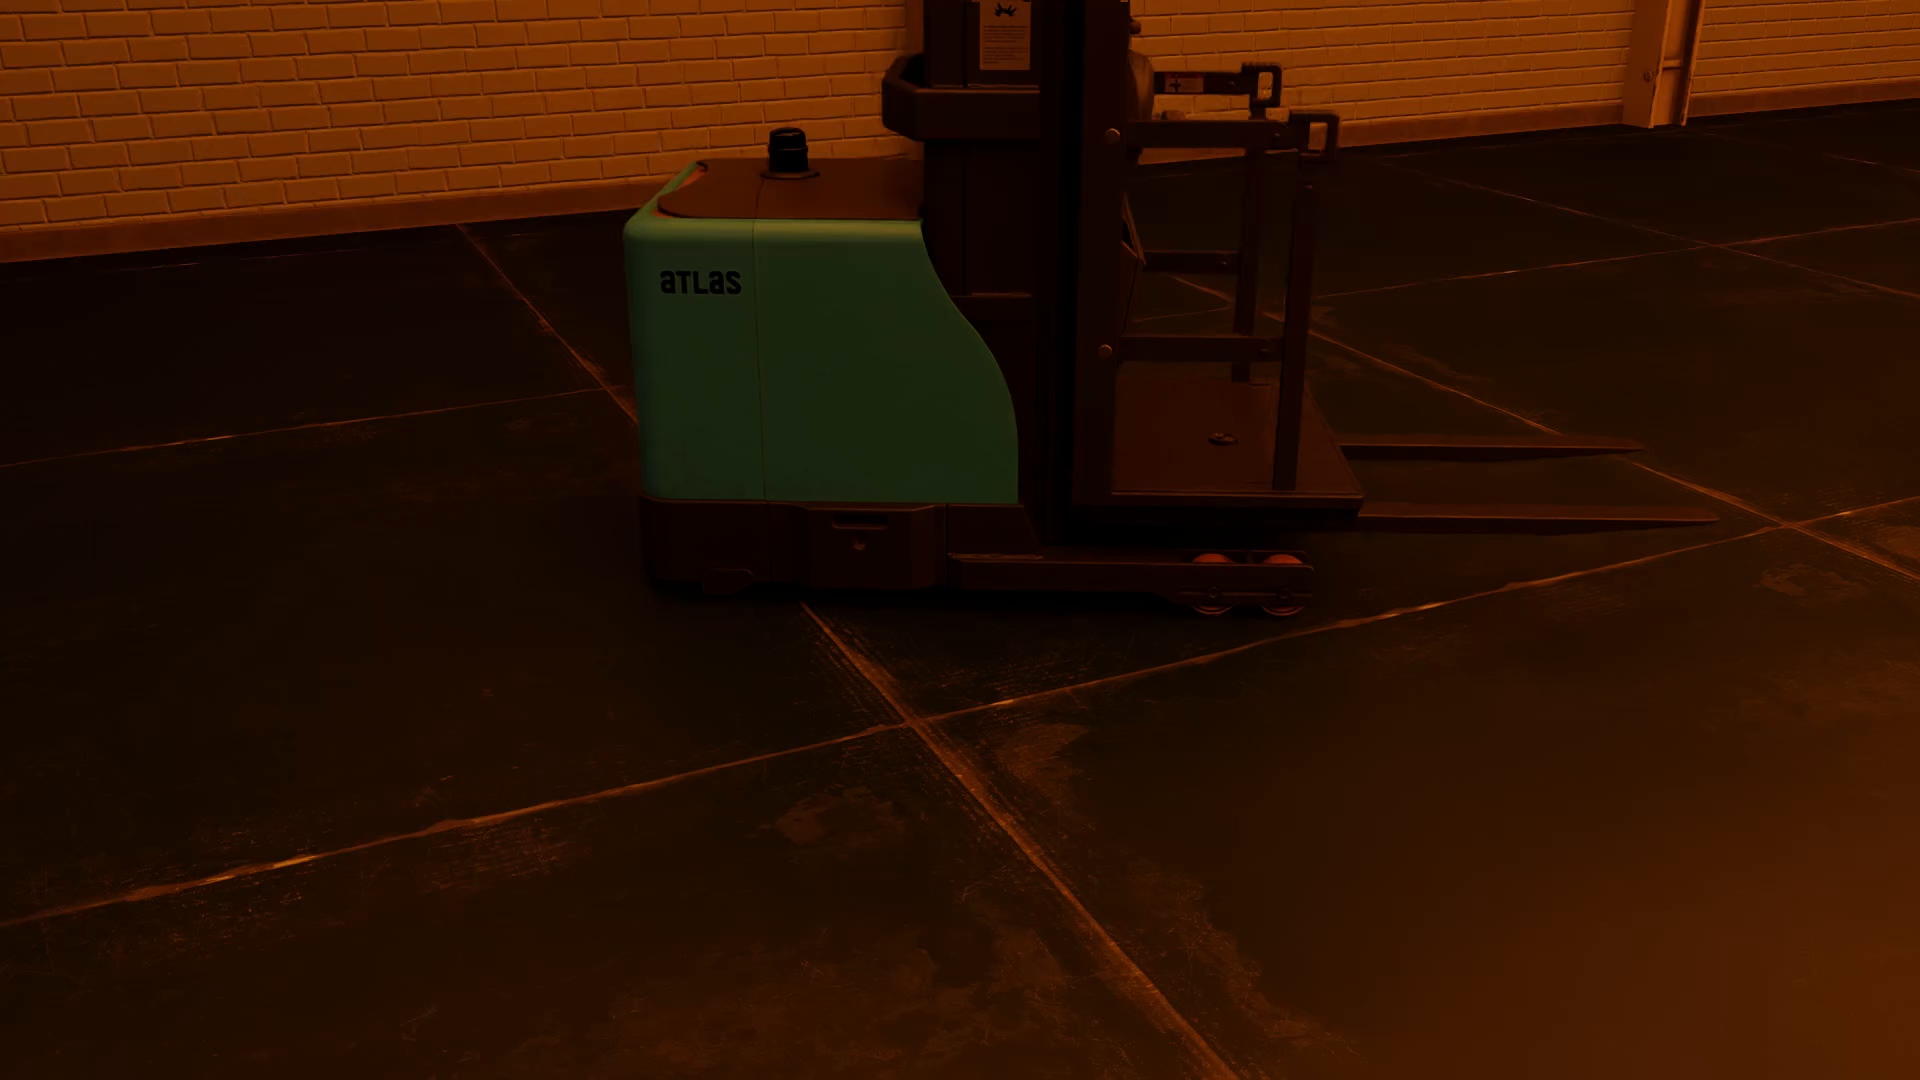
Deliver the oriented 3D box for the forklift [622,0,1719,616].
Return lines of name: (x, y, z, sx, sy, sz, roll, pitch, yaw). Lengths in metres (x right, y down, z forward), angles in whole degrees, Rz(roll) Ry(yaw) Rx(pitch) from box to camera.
forklift: (0.629, -1.352, 4.541, 3.031, 2.935, 1.130, 1, 23, 2)
